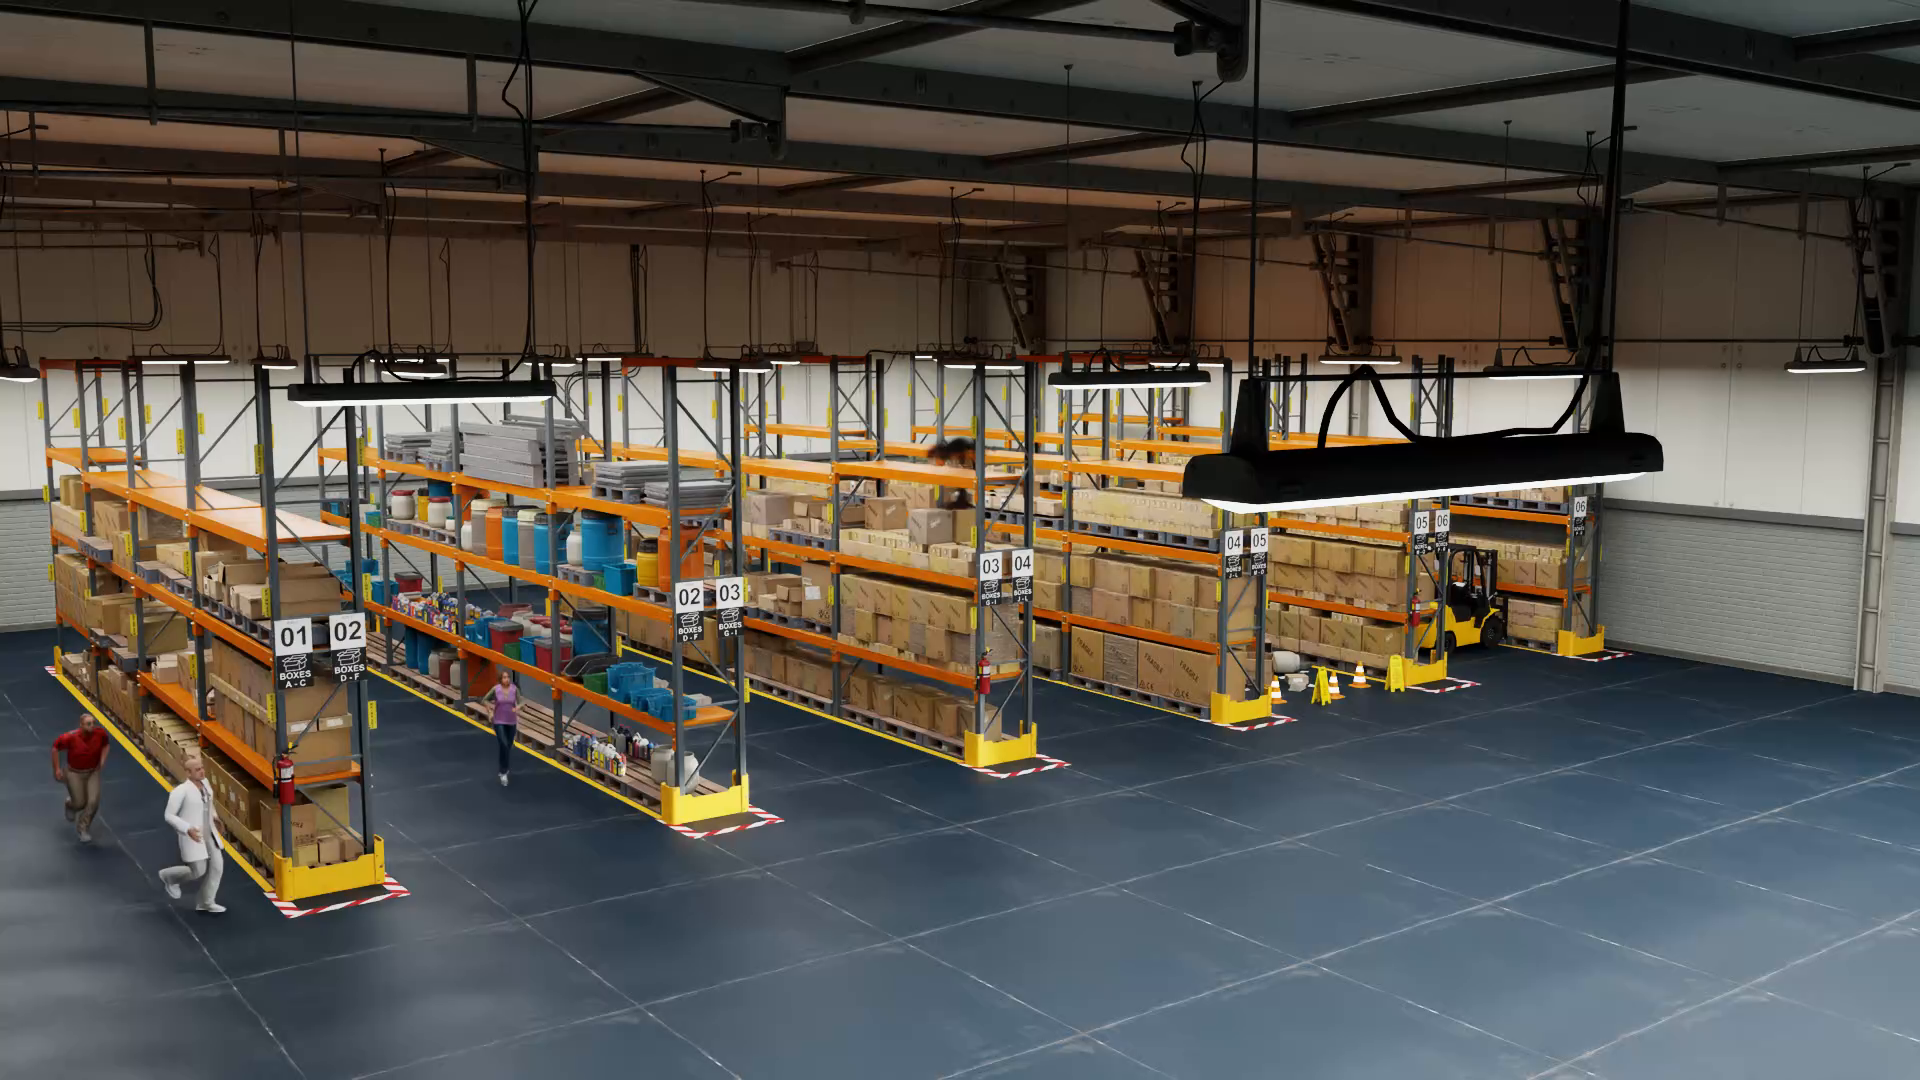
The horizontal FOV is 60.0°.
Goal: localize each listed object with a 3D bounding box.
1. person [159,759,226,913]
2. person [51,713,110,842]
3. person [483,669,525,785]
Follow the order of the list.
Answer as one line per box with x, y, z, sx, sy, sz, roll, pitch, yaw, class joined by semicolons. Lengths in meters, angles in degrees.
-8.531;3.273;18.463;0.797;1.734;0.722;2;7;20;person
-11.204;2.997;21.191;0.770;1.667;0.656;6;9;39;person
-6.552;2.667;23.955;0.541;1.642;0.705;-4;8;-30;person
